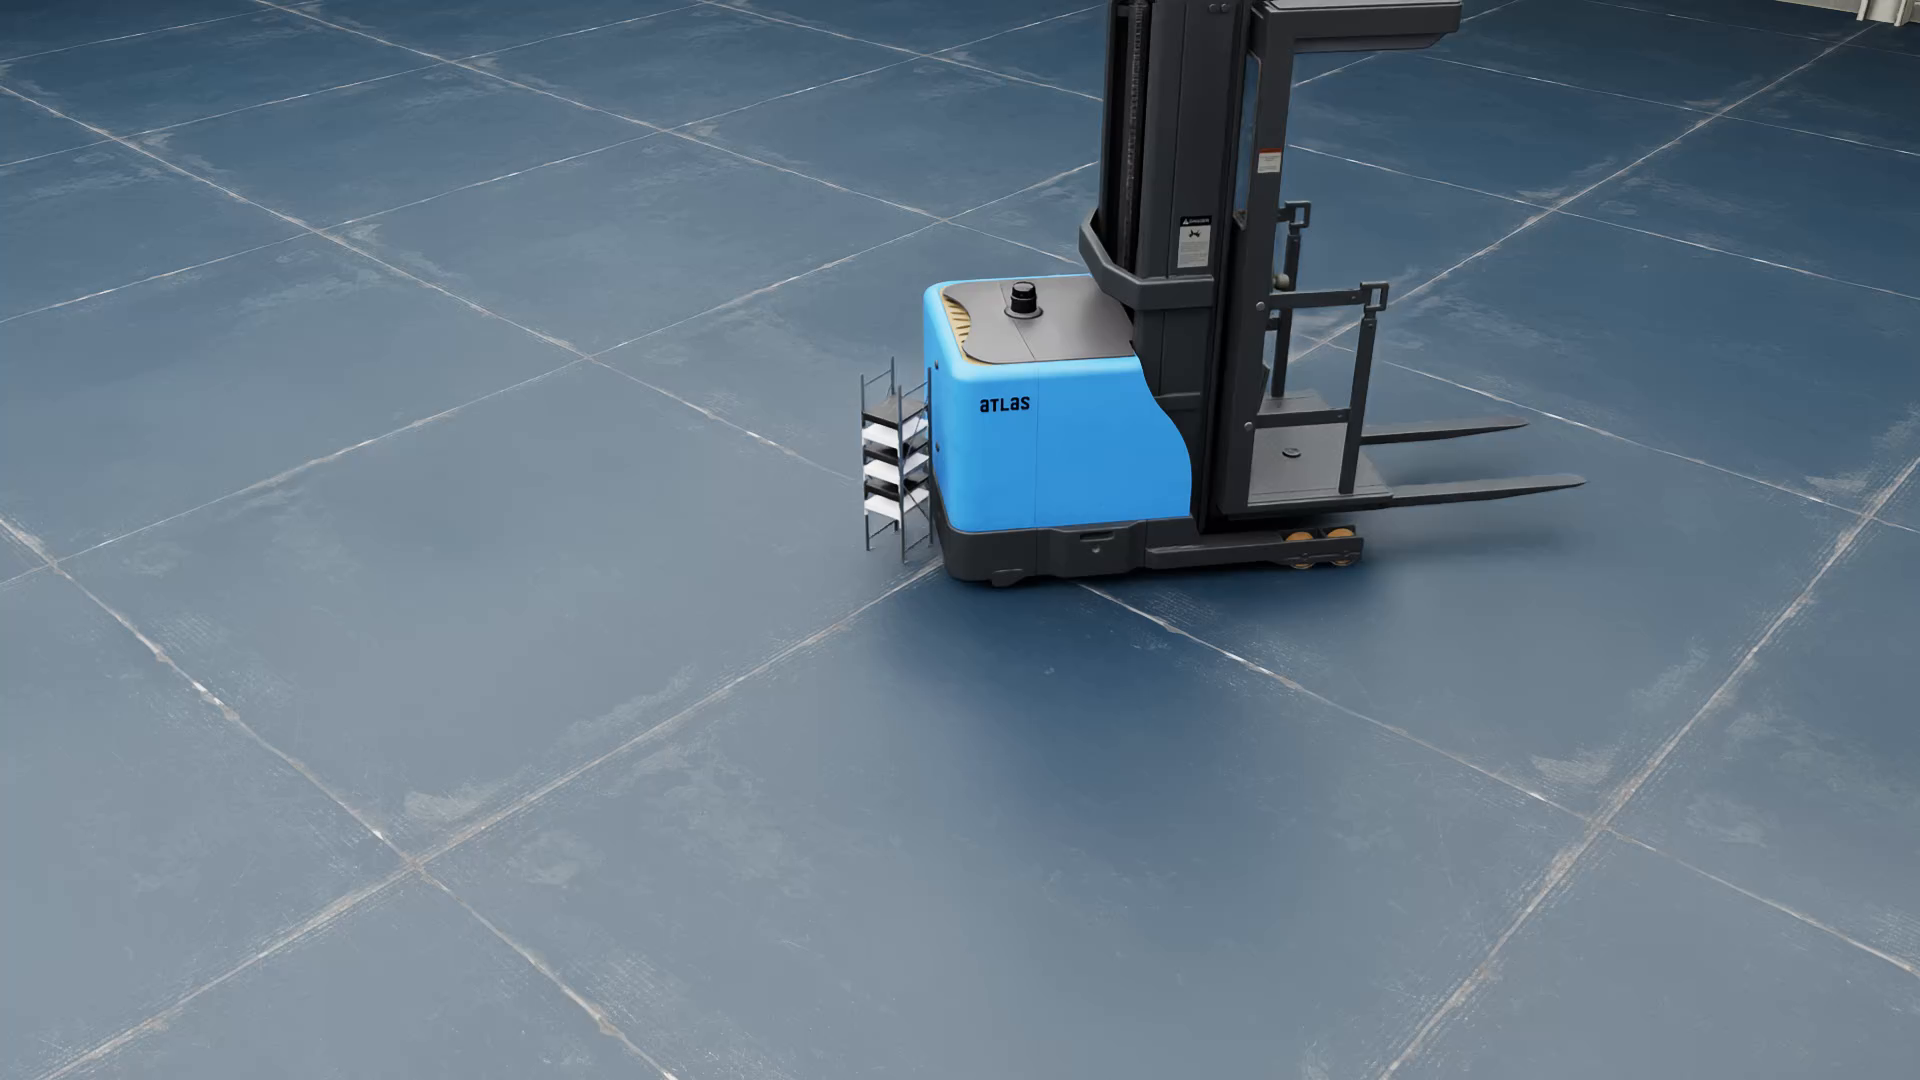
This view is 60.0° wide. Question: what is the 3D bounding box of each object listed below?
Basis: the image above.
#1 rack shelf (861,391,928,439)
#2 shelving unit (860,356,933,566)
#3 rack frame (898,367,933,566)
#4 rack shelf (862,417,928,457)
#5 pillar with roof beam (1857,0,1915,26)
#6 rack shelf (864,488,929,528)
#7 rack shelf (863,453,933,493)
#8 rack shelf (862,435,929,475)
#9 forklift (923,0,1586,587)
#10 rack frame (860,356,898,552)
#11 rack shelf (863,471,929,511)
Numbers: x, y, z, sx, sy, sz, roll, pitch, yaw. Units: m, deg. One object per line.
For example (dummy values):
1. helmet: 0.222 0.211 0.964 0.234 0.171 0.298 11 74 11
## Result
1. rack shelf: -0.279 -0.553 7.336 0.200 0.077 0.258 20 36 29
2. shelving unit: -0.279 -0.350 7.458 0.210 0.900 0.258 20 36 29
3. rack frame: -0.195 -0.320 7.409 0.006 0.900 0.240 20 36 29
4. rack shelf: -0.279 -0.475 7.383 0.200 0.077 0.258 20 36 29
5. pillar with roof beam: 6.062 -7.252 11.071 0.400 9.000 9.100 25 39 35
6. rack shelf: -0.279 -0.167 7.568 0.200 0.077 0.258 20 36 29
7. rack shelf: -0.279 -0.321 7.476 0.200 0.077 0.258 20 36 29
8. rack shelf: -0.279 -0.398 7.429 0.200 0.077 0.258 20 36 29
9. forklift: 1.382 -1.389 7.216 3.031 2.935 1.130 -4 31 -7
10. rack frame: -0.362 -0.380 7.508 0.006 0.900 0.240 20 36 29
11. rack shelf: -0.279 -0.244 7.522 0.200 0.077 0.258 20 36 29
